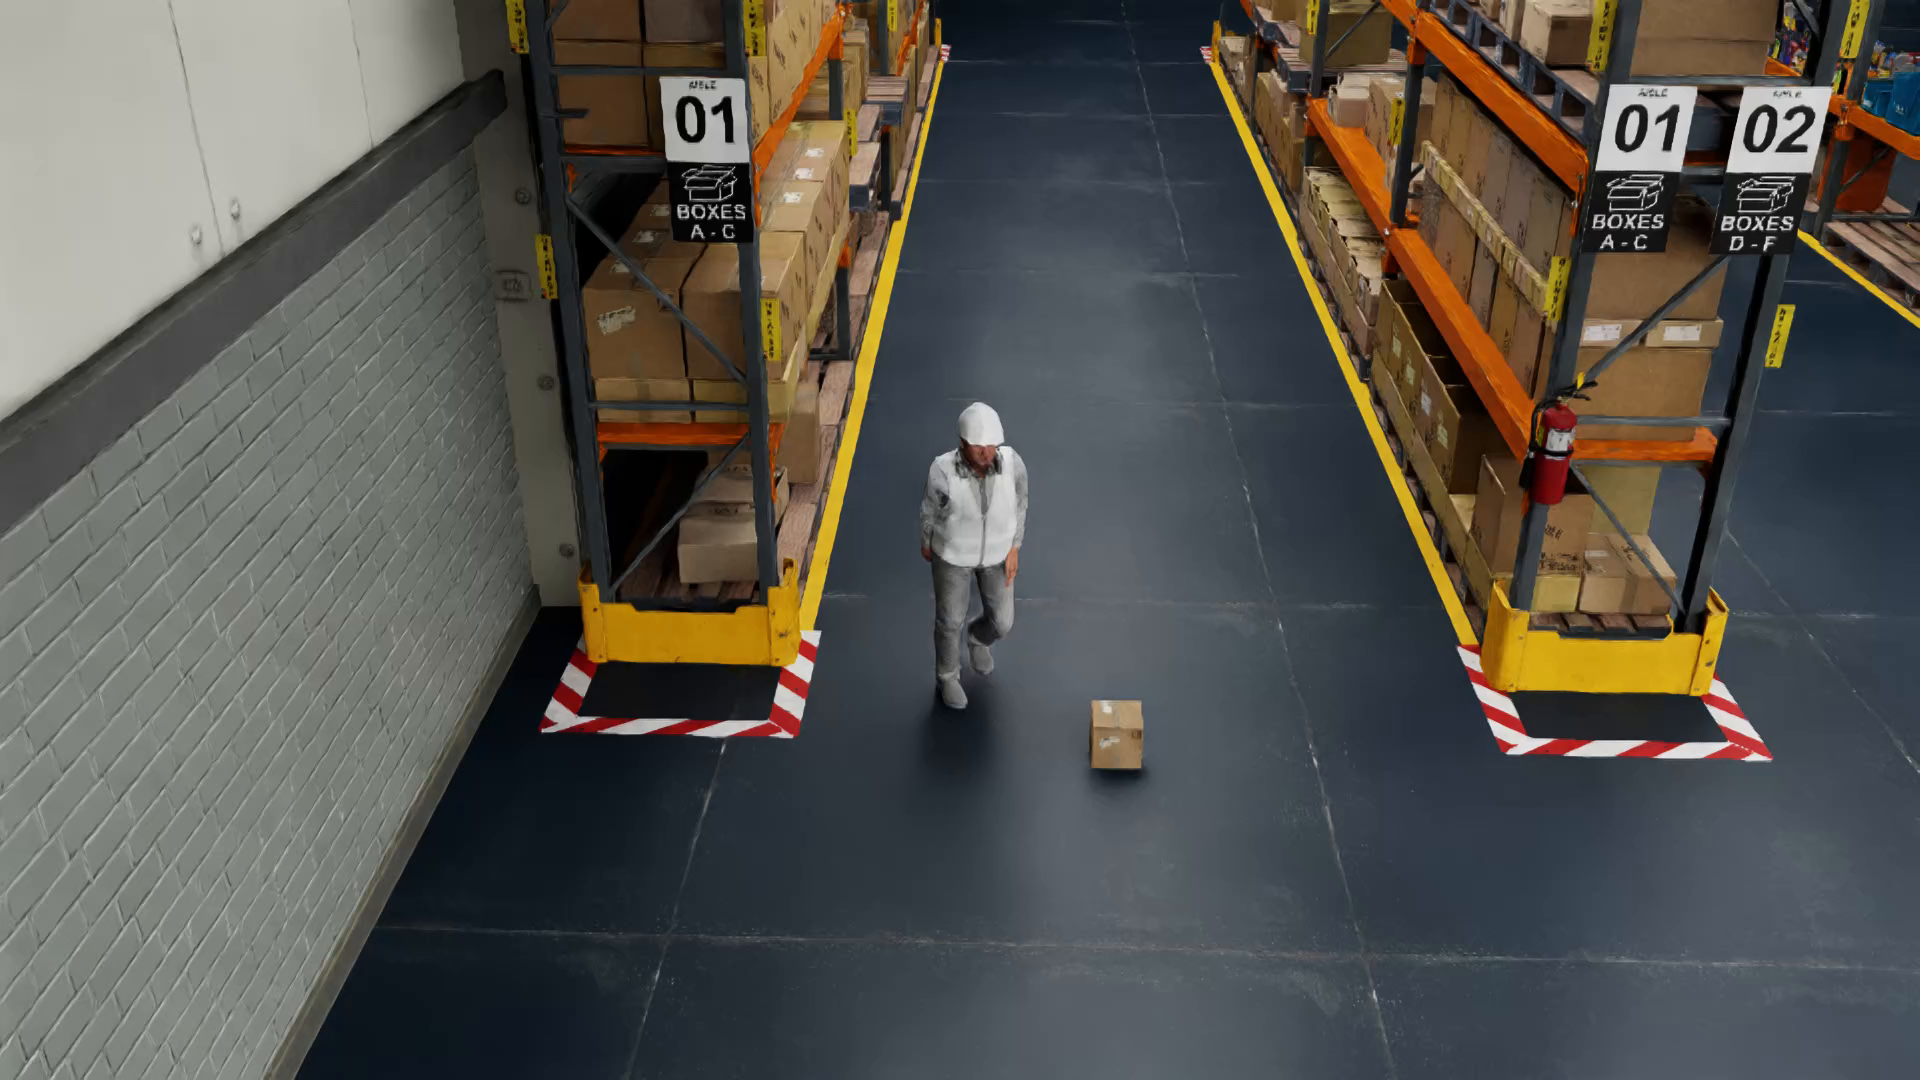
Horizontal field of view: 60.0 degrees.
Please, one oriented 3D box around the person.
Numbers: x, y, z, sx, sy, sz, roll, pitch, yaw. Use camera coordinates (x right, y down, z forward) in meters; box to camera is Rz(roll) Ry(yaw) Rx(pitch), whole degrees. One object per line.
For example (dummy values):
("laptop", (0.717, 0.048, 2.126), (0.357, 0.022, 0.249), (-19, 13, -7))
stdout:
("person", (0.063, 0.055, 8.504), (0.546, 1.751, 0.670), (-8, 29, -14))
